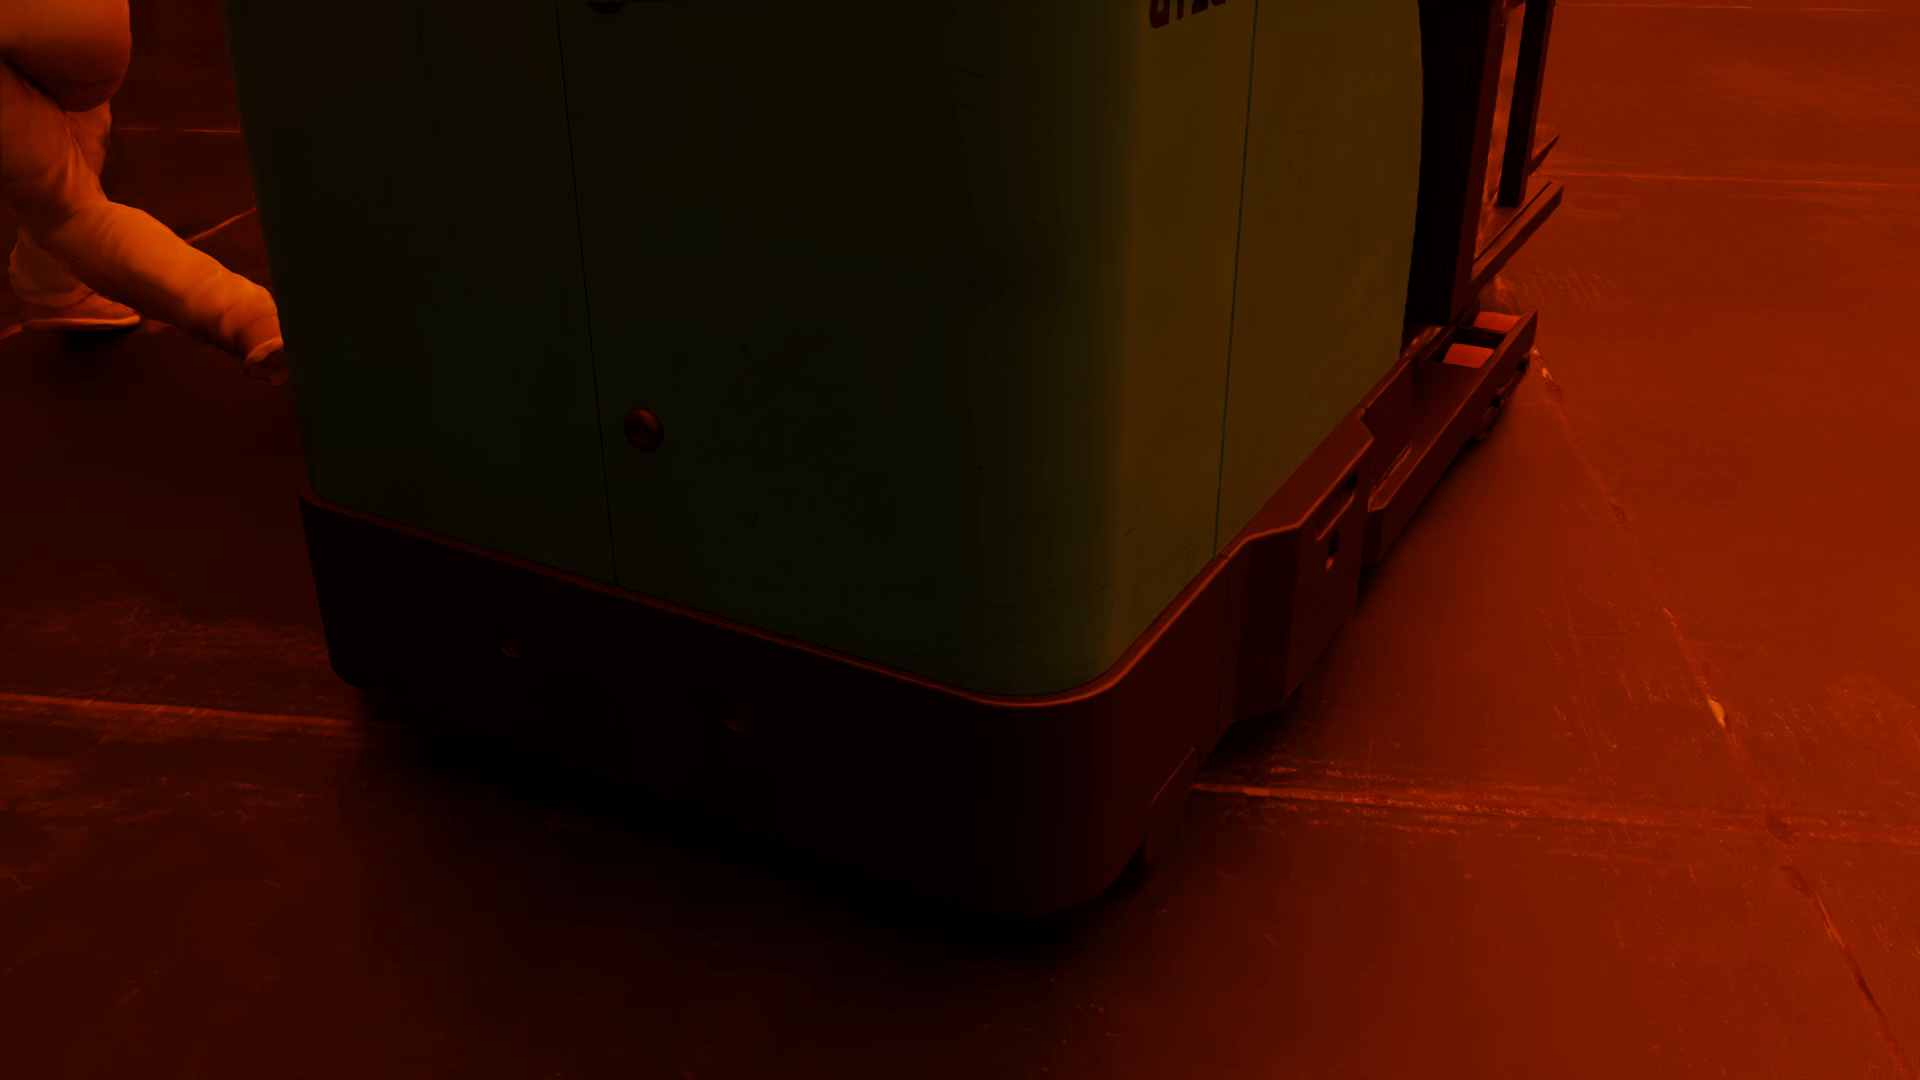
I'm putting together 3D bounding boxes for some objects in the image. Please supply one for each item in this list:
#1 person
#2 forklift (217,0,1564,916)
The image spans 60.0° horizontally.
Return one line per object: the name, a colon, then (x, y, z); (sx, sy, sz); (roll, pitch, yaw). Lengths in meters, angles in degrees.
person: (-1.497, -1.005, 2.938); (0.836, 1.437, 1.081); (-9, 28, -18)
forklift: (0.383, -1.569, 2.363); (1.130, 2.935, 3.031); (14, 30, 26)
